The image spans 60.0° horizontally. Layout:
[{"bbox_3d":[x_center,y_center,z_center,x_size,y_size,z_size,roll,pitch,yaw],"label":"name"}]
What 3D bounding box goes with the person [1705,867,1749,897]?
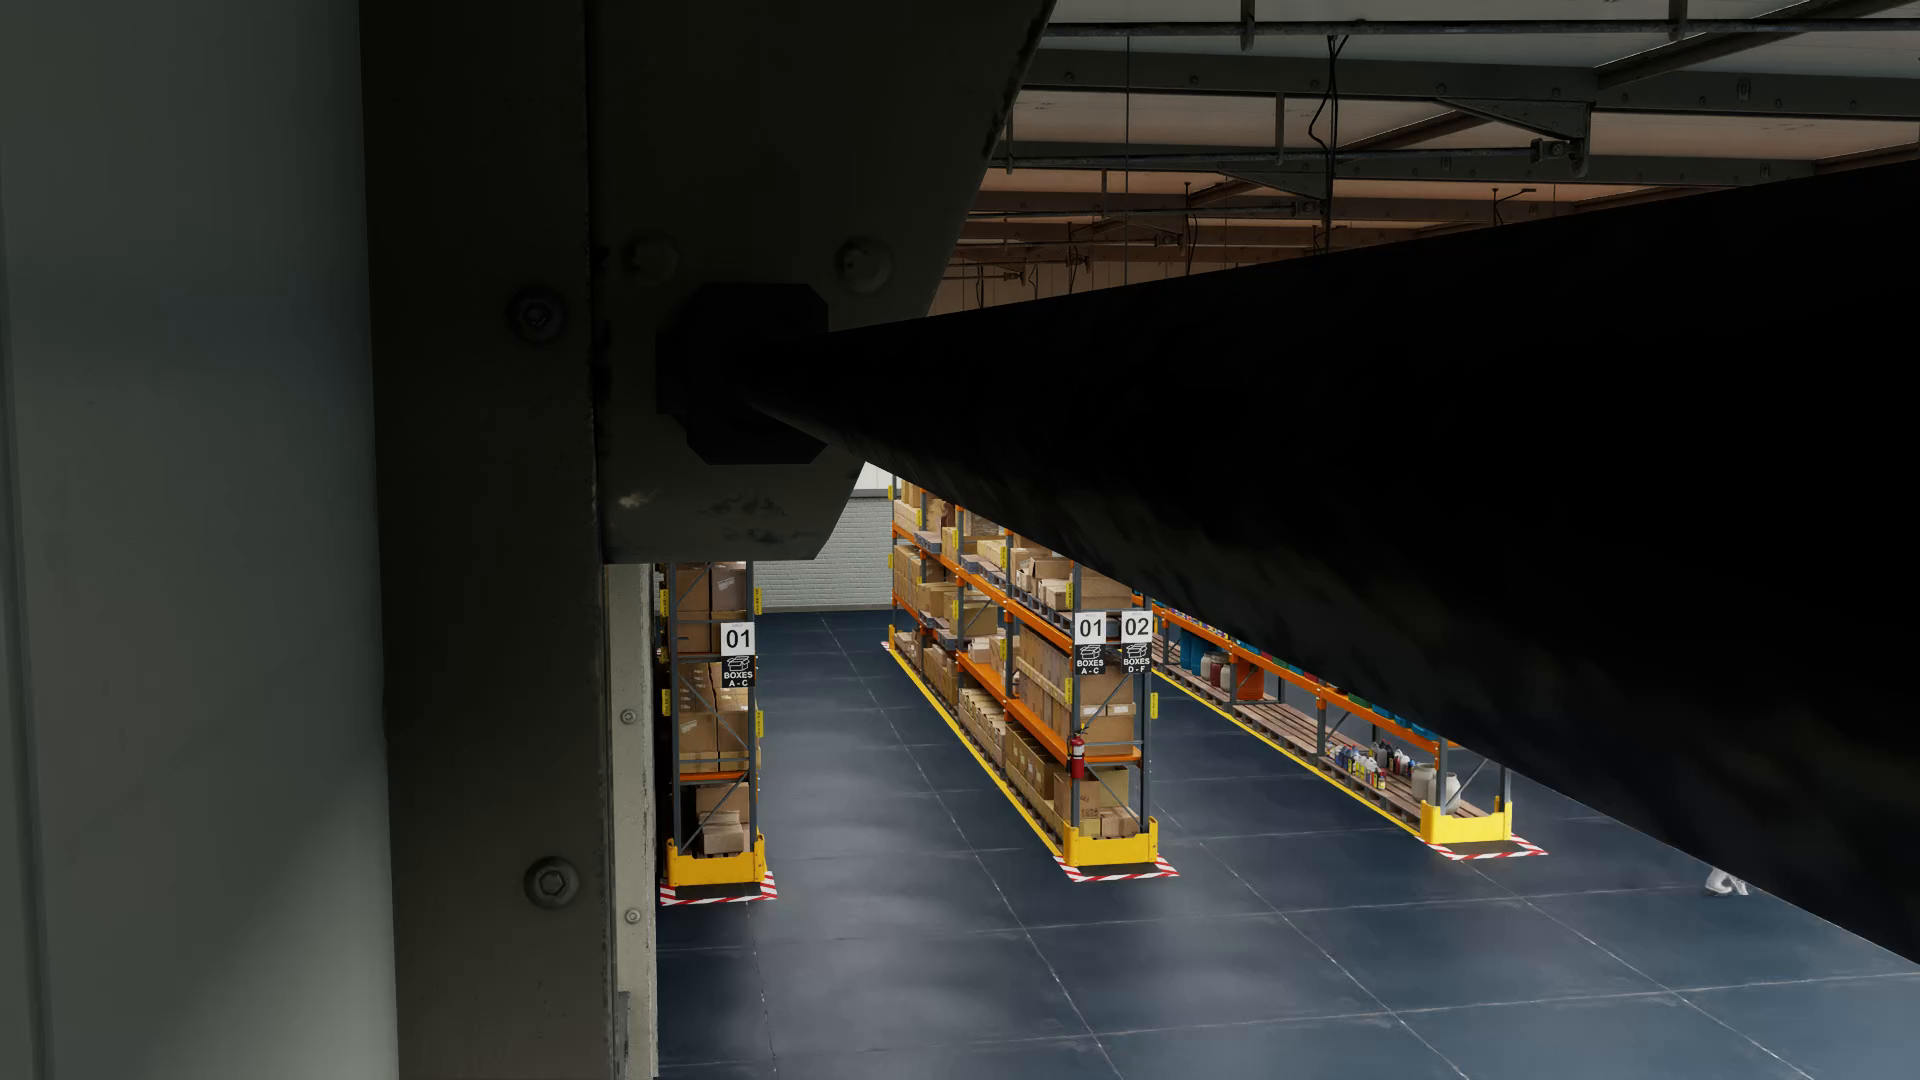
[{"bbox_3d":[9.207,3.390,19.606,0.717,1.747,0.593,2,7,21],"label":"person"}]
